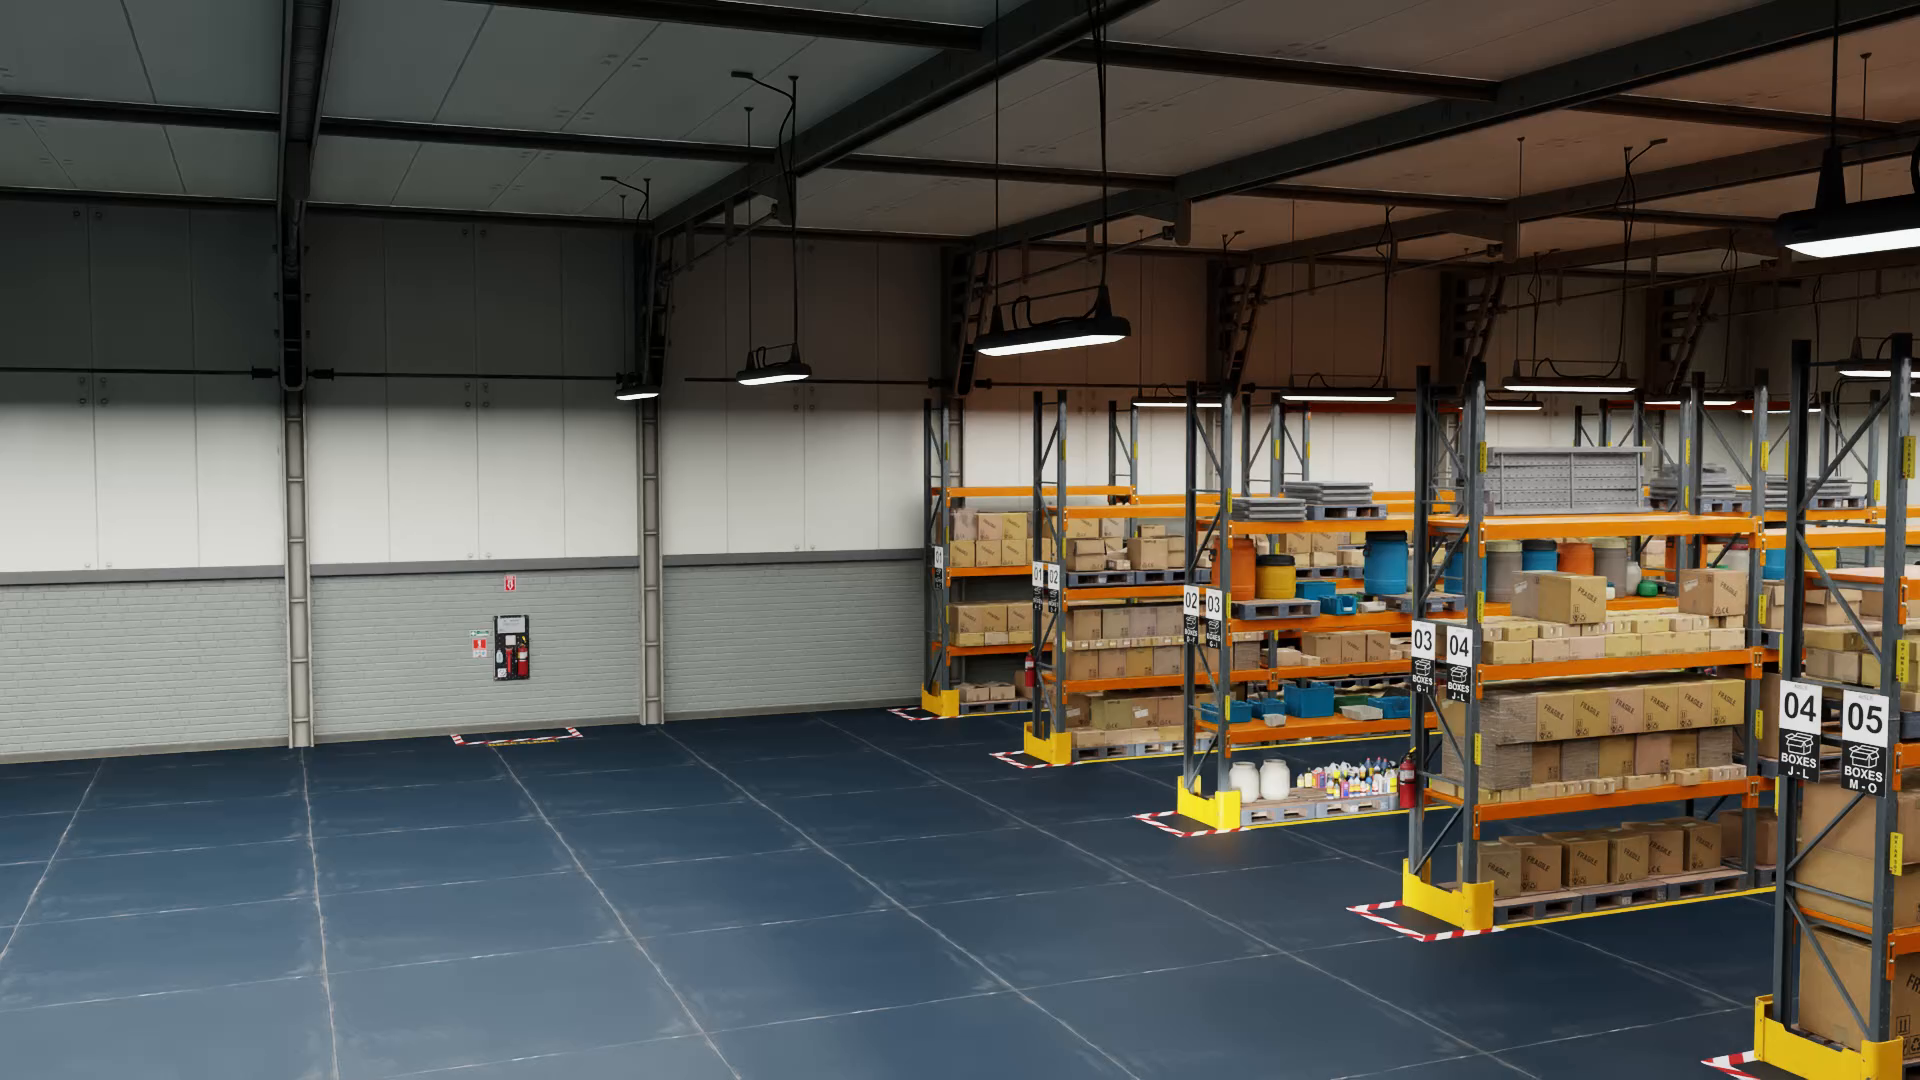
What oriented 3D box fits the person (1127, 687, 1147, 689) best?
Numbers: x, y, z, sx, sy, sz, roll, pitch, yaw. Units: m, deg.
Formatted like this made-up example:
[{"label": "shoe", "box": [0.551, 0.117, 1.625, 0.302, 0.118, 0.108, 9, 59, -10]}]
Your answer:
[{"label": "person", "box": [3.278, 2.475, 30.808, 0.514, 1.709, 1.119, 3, 5, 43]}]
